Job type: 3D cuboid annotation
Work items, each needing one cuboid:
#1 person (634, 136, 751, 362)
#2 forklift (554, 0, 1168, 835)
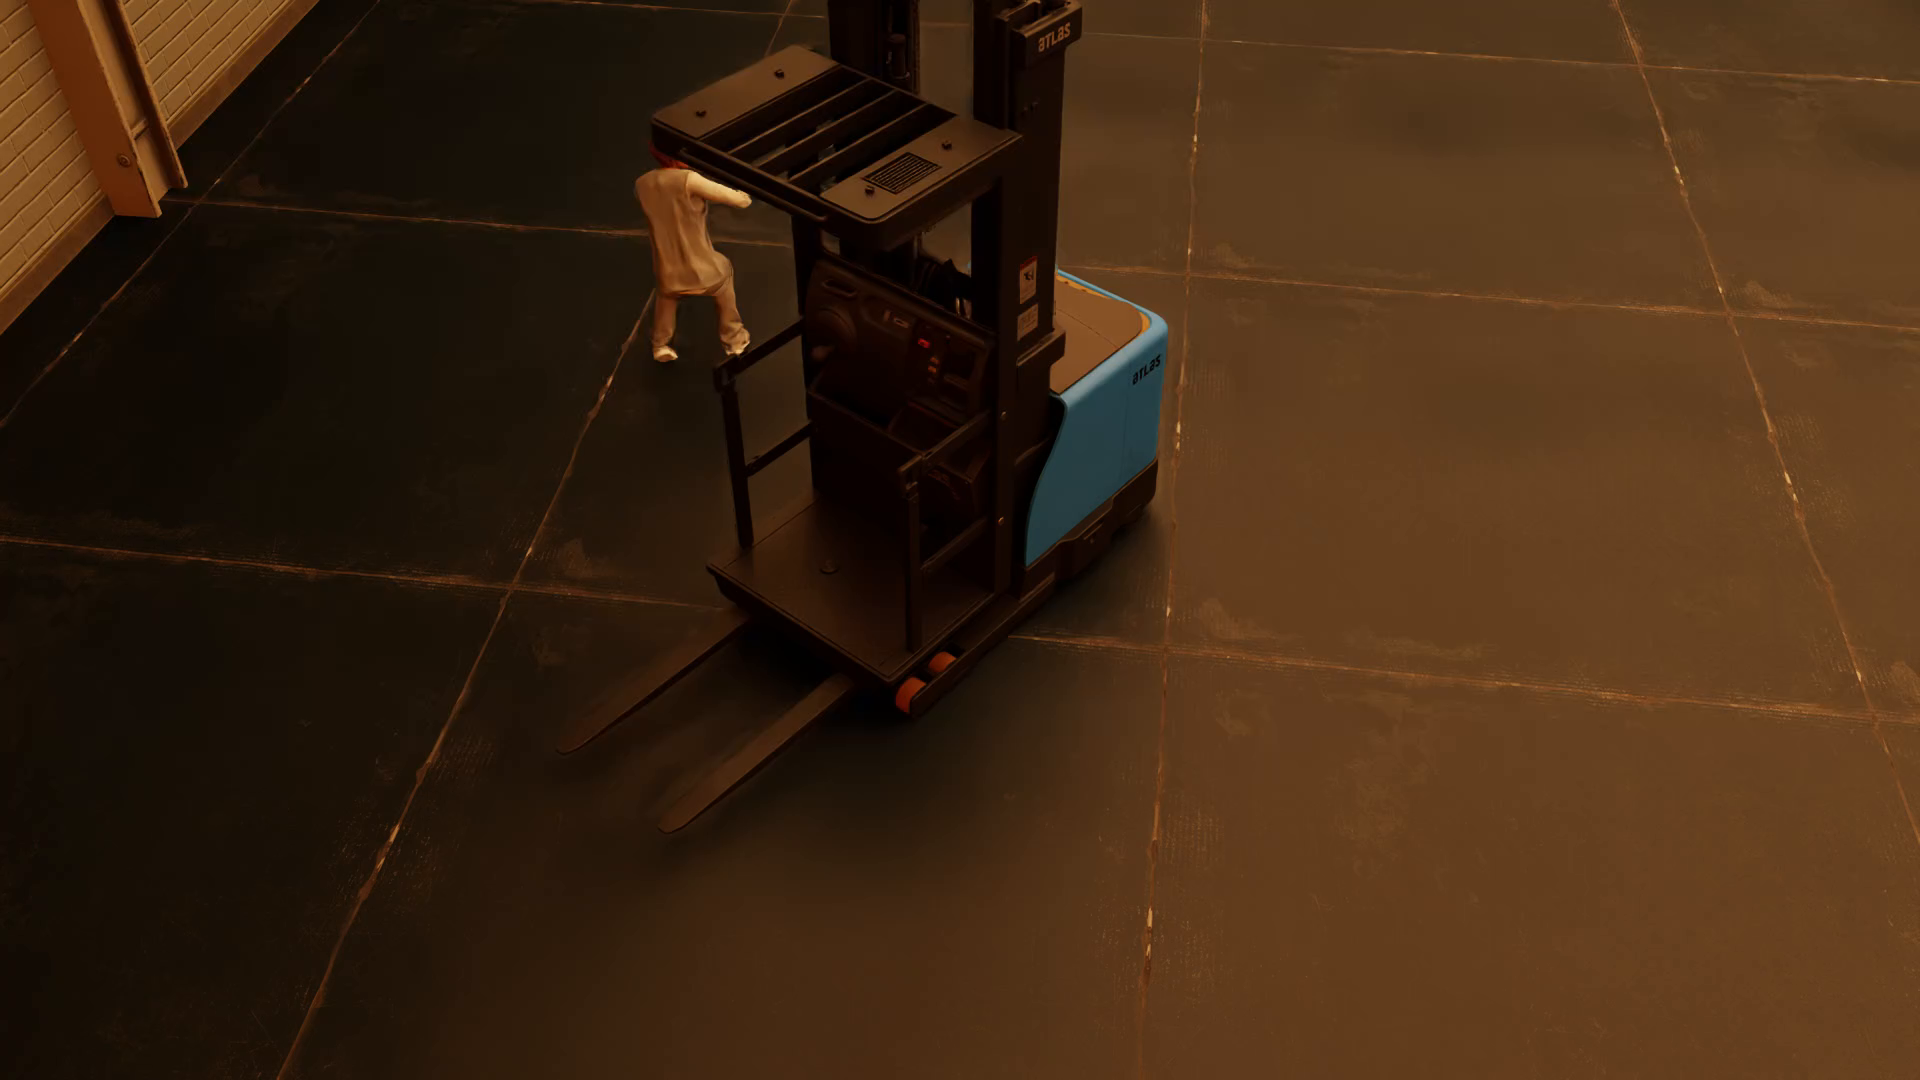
[{"bbox_3d":[-1.354,-1.543,8.605,0.691,1.322,0.844,5,43,5],"label":"person"},{"bbox_3d":[-0.395,-0.719,6.507,1.130,2.935,3.031,30,50,28],"label":"forklift"}]
